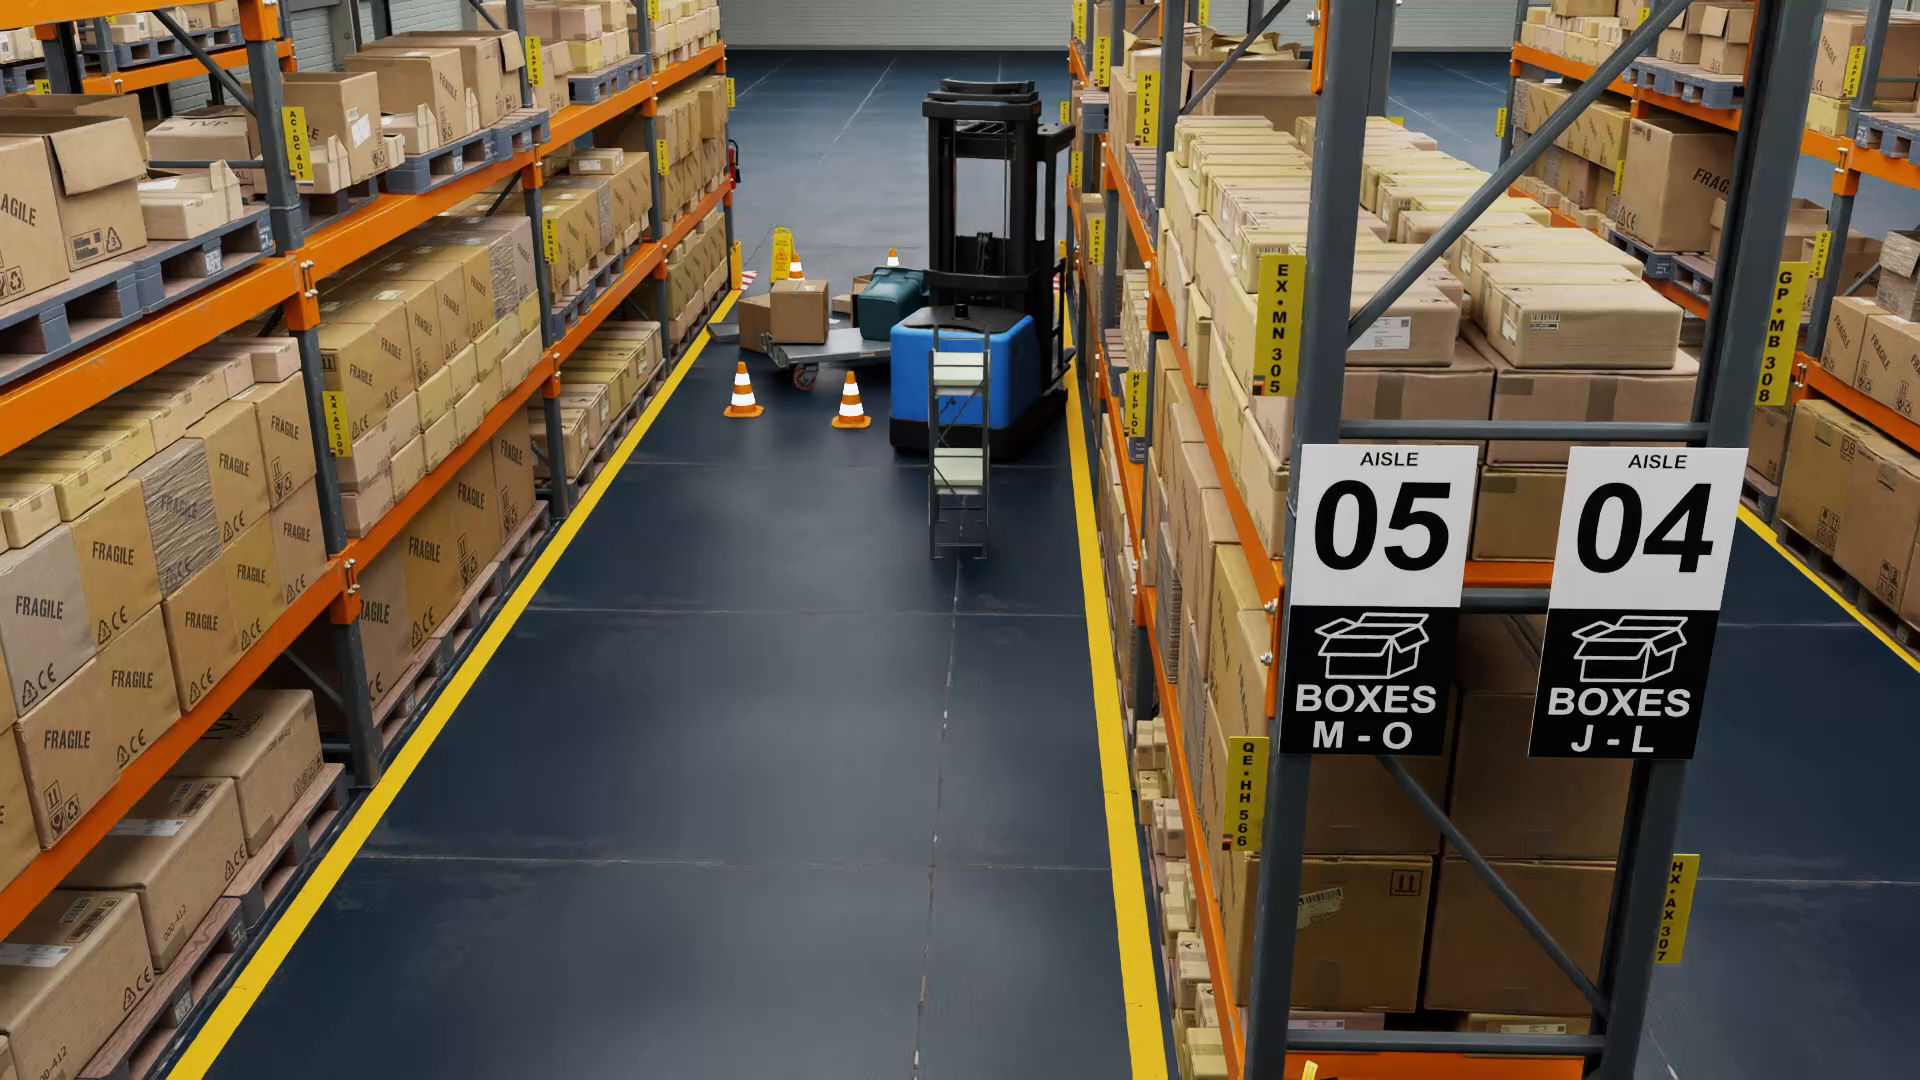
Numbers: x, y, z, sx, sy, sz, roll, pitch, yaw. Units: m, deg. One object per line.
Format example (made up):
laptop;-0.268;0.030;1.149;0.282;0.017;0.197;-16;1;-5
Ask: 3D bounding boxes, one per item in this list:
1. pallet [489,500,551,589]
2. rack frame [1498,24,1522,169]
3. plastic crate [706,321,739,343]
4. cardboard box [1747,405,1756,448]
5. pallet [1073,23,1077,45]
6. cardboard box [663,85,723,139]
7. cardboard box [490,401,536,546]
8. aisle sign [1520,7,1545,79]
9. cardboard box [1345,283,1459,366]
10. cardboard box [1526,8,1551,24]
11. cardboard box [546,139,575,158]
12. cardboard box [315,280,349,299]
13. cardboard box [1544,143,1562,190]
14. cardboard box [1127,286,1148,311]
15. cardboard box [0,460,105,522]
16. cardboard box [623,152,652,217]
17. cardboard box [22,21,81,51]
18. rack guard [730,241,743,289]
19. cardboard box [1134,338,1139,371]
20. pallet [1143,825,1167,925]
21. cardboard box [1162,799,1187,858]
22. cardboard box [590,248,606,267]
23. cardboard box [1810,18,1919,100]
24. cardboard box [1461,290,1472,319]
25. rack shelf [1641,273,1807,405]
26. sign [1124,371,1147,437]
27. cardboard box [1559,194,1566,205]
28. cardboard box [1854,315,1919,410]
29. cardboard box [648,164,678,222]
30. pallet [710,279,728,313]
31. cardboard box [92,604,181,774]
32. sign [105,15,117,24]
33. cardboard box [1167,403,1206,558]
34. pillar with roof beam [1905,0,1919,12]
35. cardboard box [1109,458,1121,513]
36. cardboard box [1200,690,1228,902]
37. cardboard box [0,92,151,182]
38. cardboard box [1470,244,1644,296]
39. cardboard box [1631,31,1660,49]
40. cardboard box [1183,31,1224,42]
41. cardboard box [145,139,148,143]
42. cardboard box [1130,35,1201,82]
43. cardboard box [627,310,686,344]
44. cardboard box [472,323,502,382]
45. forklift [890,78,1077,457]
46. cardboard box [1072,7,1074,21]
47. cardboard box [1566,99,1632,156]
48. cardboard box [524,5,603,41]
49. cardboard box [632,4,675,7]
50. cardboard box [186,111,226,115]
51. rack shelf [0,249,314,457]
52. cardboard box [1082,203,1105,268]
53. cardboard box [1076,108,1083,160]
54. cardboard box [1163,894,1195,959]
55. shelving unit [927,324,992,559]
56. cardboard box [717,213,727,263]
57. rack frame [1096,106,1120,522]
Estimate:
pallet;-3.534;0.016;11.695;1.003;0.211;1.213;1;21;2
rack frame;6.714;-4.351;19.097;1.000;3.000;0.127;1;21;2
plastic crate;-2.445;-2.212;17.619;0.402;0.080;0.583;-7;22;-17
cardboard box;6.475;-0.942;13.157;0.700;0.500;0.500;-1;21;-3
pallet;1.748;-5.531;18.114;1.003;0.211;1.213;1;21;2
cardboard box;-2.924;-4.556;17.694;0.700;0.500;0.500;0;21;1
cardboard box;-3.539;-0.524;11.590;0.875;0.875;0.875;0;21;1
aisle sign;6.416;-5.589;18.693;0.394;0.787;0.004;1;21;2
cardboard box;0.989;-0.528;4.062;0.380;0.149;0.250;0;21;1
cardboard box;6.370;-5.676;18.021;0.380;0.149;0.250;1;21;3
cardboard box;-3.681;-3.532;14.957;0.380;0.149;0.250;1;21;1
cardboard box;-3.750;-1.169;9.375;0.500;0.500;0.500;1;21;3
cardboard box;6.716;-3.976;17.579;0.875;0.500;0.500;1;21;2
cardboard box;1.291;-1.555;10.835;0.380;0.149;0.250;1;21;1
cardboard box;-3.301;-0.176;5.919;0.380;0.149;0.250;0;21;0
cardboard box;-3.097;-3.226;15.066;0.500;0.500;0.500;0;21;1
cardboard box;-8.053;-4.402;14.486;0.500;0.311;0.500;0;21;0
rack guard;-3.193;-3.268;19.760;1.175;0.500;0.348;1;21;2
cardboard box;1.263;-1.129;10.148;0.380;0.149;0.250;0;21;1
pallet;1.410;1.439;8.027;1.003;0.211;1.213;1;21;2
cardboard box;1.077;1.251;7.196;0.380;0.149;0.250;1;21;3
cardboard box;-3.141;-2.346;13.695;0.380;0.149;0.250;1;21;3
cardboard box;6.235;-3.312;11.443;0.500;0.500;0.500;1;21;3
cardboard box;1.561;-0.564;4.705;0.500;0.250;0.500;0;21;1
rack shelf;6.532;-1.847;13.636;1.077;0.370;4.000;1;21;2
sign;0.840;-0.648;7.953;0.100;0.325;0.005;1;21;2
cardboard box;6.450;-3.501;17.252;0.380;0.149;0.250;1;21;2
cardboard box;6.171;-1.146;10.698;0.500;0.500;0.500;0;21;0
cardboard box;-3.021;-3.356;15.981;0.500;0.500;0.500;1;21;1
pallet;-3.253;-2.840;19.056;1.003;0.211;1.213;1;21;2
cardboard box;-3.357;0.559;6.302;0.500;0.500;0.500;1;21;3
sign;-7.732;-4.851;15.089;0.100;0.325;0.005;1;21;2
cardboard box;1.091;-0.225;6.531;0.500;0.500;0.500;1;21;3
pillar with roof beam;18.838;-15.447;39.400;9.100;9.000;0.400;1;21;2
cardboard box;1.210;-0.321;10.549;0.500;0.250;0.500;1;21;2
cardboard box;1.050;0.806;5.256;0.500;0.500;0.500;0;21;1
cardboard box;-3.784;-1.599;6.999;0.500;0.500;0.500;1;21;3
cardboard box;1.617;-0.709;4.528;0.380;0.149;0.250;1;21;2
cardboard box;6.314;-4.540;15.093;0.380;0.149;0.250;1;21;3
cardboard box;1.789;-3.775;12.870;0.500;0.311;0.500;0;21;1
cardboard box;-8.052;-3.855;16.371;0.380;0.149;0.250;0;21;1
cardboard box;1.245;-2.930;10.090;0.396;0.266;0.258;1;21;2
cardboard box;-3.025;-2.139;16.614;0.500;0.250;0.500;0;21;-1
cardboard box;-3.202;-1.182;10.446;0.500;0.250;0.500;0;21;0
forklift;0.355;-2.547;14.540;1.130;2.935;3.031;7;22;17
cardboard box;1.422;-5.754;18.193;0.380;0.149;0.250;1;21;2
cardboard box;6.361;-4.084;16.476;0.500;0.500;0.500;1;21;2
cardboard box;-3.212;-4.191;13.474;0.500;0.250;0.500;1;21;3
cardboard box;-2.989;-5.152;16.259;0.380;0.149;0.250;0;21;0
cardboard box;-8.412;-4.693;18.530;0.380;0.149;0.250;1;21;3
rack shelf;-3.617;-0.462;5.920;1.077;0.370;4.000;1;21;2
cardboard box;1.338;-2.673;14.634;0.500;0.500;0.500;1;21;2
cardboard box;1.584;-3.903;16.241;0.875;0.550;0.550;1;21;2
cardboard box;1.028;1.575;6.771;0.380;0.149;0.250;1;21;2
shelving unit;0.000;-0.702;11.764;0.431;1.500;0.755;1;21;2
cardboard box;-2.955;-3.431;18.910;0.500;0.500;0.500;1;21;2
rack frame;1.516;-1.550;11.877;1.000;3.000;0.127;1;21;2
